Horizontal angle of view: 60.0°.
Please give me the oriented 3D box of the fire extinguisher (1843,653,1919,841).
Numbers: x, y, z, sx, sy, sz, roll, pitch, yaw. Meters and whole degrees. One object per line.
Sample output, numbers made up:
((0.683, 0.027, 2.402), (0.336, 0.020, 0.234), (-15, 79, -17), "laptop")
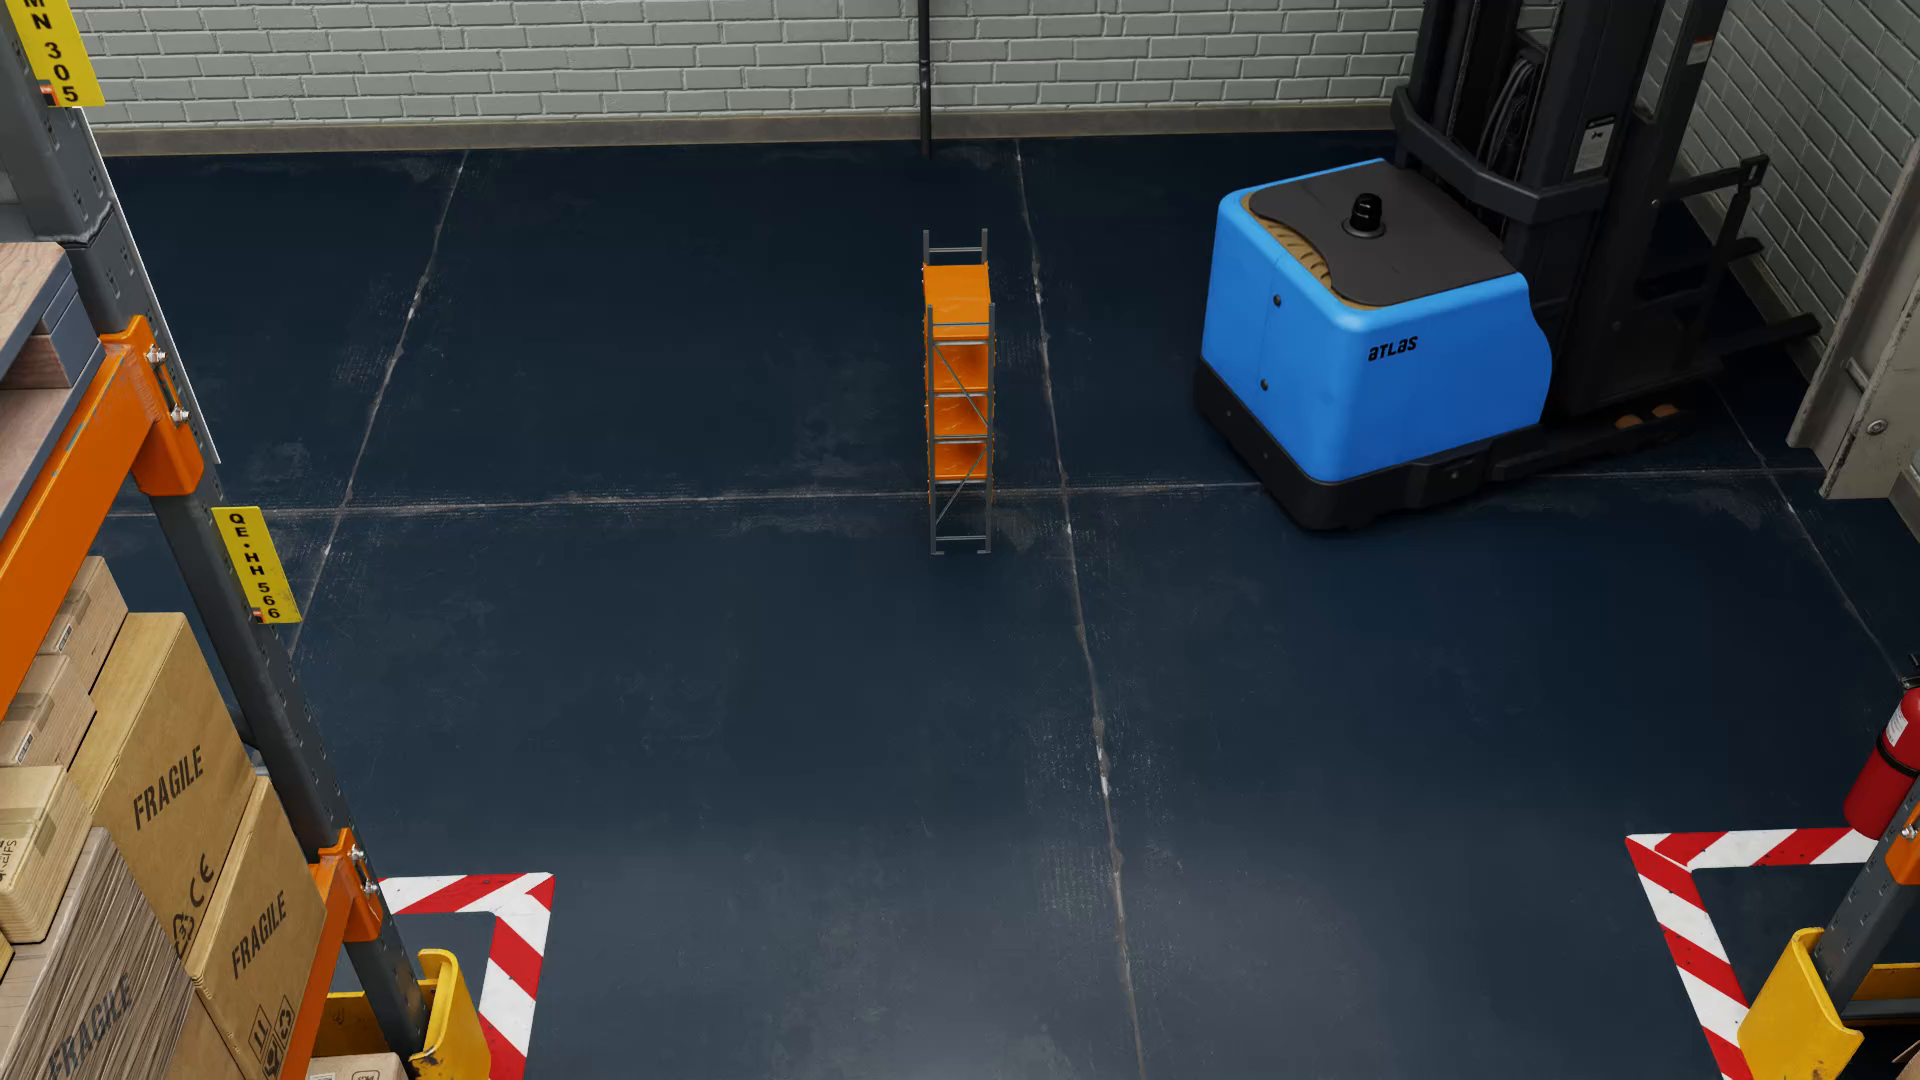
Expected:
((2.494, 0.511, 4.306), (0.296, 0.674, 0.183), (-2, 43, -2), "fire extinguisher")

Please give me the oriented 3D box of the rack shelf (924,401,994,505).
((-0.007, -0.358, 6.646), (0.258, 0.148, 0.480), (-2, 43, -2), "rack shelf")

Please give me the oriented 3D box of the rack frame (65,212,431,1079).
((-1.997, 0.576, 3.902), (1.000, 3.000, 0.127), (-2, 43, -2), "rack frame")

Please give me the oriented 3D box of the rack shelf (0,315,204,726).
((-1.912, 1.086, 1.658), (1.077, 0.370, 4.000), (-2, 43, -2), "rack shelf")

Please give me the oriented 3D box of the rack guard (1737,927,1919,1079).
((2.965, 1.404, 4.848), (1.175, 0.500, 0.348), (-2, 43, -2), "rack guard")

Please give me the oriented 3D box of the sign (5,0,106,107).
((-1.454, -0.833, 2.622), (0.100, 0.325, 0.005), (-2, 43, -2), "sign")

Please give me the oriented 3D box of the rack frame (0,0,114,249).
((-1.997, -1.636, 1.875), (1.000, 3.000, 0.127), (-2, 43, -2), "rack frame")

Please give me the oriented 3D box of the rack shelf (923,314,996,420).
((-0.007, -0.669, 6.361), (0.258, 0.148, 0.480), (-2, 43, -2), "rack shelf")

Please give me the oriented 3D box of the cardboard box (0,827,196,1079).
((-1.687, 0.841, 2.798), (0.500, 0.500, 0.500), (-2, 43, -2), "cardboard box")

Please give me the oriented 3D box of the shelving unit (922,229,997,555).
((-0.007, -0.554, 6.466), (0.258, 1.200, 0.503), (-2, 43, -2), "shelving unit")

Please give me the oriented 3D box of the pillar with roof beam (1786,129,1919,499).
((-0.553, -3.503, 3.912), (9.100, 9.000, 0.400), (-2, 43, -2), "pillar with roof beam")

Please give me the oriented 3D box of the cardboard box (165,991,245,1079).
((-1.706, 1.196, 3.151), (0.500, 0.500, 0.500), (-2, 43, -3), "cardboard box")

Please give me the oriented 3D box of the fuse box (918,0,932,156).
((-0.155, -2.717, 8.448), (0.539, 1.711, 0.414), (-2, 43, -2), "fuse box")

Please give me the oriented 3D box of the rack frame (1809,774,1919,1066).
((2.962, 0.431, 4.060), (1.000, 3.000, 0.127), (-2, 43, -2), "rack frame")

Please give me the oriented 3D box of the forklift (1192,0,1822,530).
((2.592, -1.768, 6.510), (3.031, 2.935, 1.130), (-16, 45, -17), "forklift")

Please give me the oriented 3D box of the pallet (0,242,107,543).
((-1.955, 0.003, 2.372), (1.003, 0.211, 1.213), (-2, 43, -2), "pallet")

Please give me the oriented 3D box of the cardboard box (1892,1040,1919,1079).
((2.893, 1.612, 4.308), (0.797, 0.503, 0.637), (-3, 43, -3), "cardboard box")

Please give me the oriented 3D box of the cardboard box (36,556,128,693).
((-1.782, 0.168, 3.053), (0.380, 0.149, 0.250), (-1, 43, -1), "cardboard box")

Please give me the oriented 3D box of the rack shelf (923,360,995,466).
((-0.007, -0.504, 6.512), (0.258, 0.148, 0.480), (-2, 43, -2), "rack shelf")

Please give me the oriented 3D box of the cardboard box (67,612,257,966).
((-1.739, 0.489, 3.182), (0.500, 0.500, 0.500), (0, 43, 0), "cardboard box")

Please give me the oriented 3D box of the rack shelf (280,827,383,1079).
((-1.912, 2.191, 2.672), (1.077, 0.370, 4.000), (-2, 43, -2), "rack shelf")

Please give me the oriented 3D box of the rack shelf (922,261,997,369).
((-0.007, -0.844, 6.201), (0.258, 0.148, 0.480), (-2, 43, -2), "rack shelf")

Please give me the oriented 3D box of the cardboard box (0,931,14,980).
((-1.682, 0.682, 2.492), (0.380, 0.149, 0.250), (-1, 43, -1), "cardboard box")

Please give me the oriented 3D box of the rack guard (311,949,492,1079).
((-1.998, 1.481, 4.764), (1.175, 0.500, 0.348), (-2, 43, -2), "rack guard")

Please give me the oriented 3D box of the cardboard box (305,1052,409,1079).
((-1.869, 1.808, 4.143), (0.875, 0.438, 0.875), (-3, 43, -3), "cardboard box")

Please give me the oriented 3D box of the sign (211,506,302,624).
((-1.454, 0.056, 3.437), (0.100, 0.325, 0.005), (-2, 43, -2), "sign")

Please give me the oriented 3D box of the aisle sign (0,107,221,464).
((-1.690, -0.440, 3.086), (0.394, 0.787, 0.004), (-2, 43, -2), "aisle sign")

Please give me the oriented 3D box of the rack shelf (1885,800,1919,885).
((3.047, 2.046, 2.830), (1.077, 0.370, 4.000), (-2, 43, -2), "rack shelf")

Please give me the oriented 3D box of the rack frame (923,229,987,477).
((-0.017, -0.719, 6.646), (0.240, 1.200, 0.015), (-2, 43, -2), "rack frame")

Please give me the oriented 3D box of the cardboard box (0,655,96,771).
((-1.747, 0.339, 2.867), (0.380, 0.149, 0.250), (-1, 43, -1), "cardboard box")

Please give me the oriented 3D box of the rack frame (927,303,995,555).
((0.003, -0.389, 6.287), (0.240, 1.200, 0.015), (-2, 43, -2), "rack frame")

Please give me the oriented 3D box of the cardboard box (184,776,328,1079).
((-1.712, 0.857, 3.521), (0.500, 0.500, 0.500), (-1, 43, -2), "cardboard box")

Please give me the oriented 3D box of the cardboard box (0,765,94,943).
((-1.652, 0.511, 2.679), (0.380, 0.149, 0.250), (-2, 43, -2), "cardboard box")
